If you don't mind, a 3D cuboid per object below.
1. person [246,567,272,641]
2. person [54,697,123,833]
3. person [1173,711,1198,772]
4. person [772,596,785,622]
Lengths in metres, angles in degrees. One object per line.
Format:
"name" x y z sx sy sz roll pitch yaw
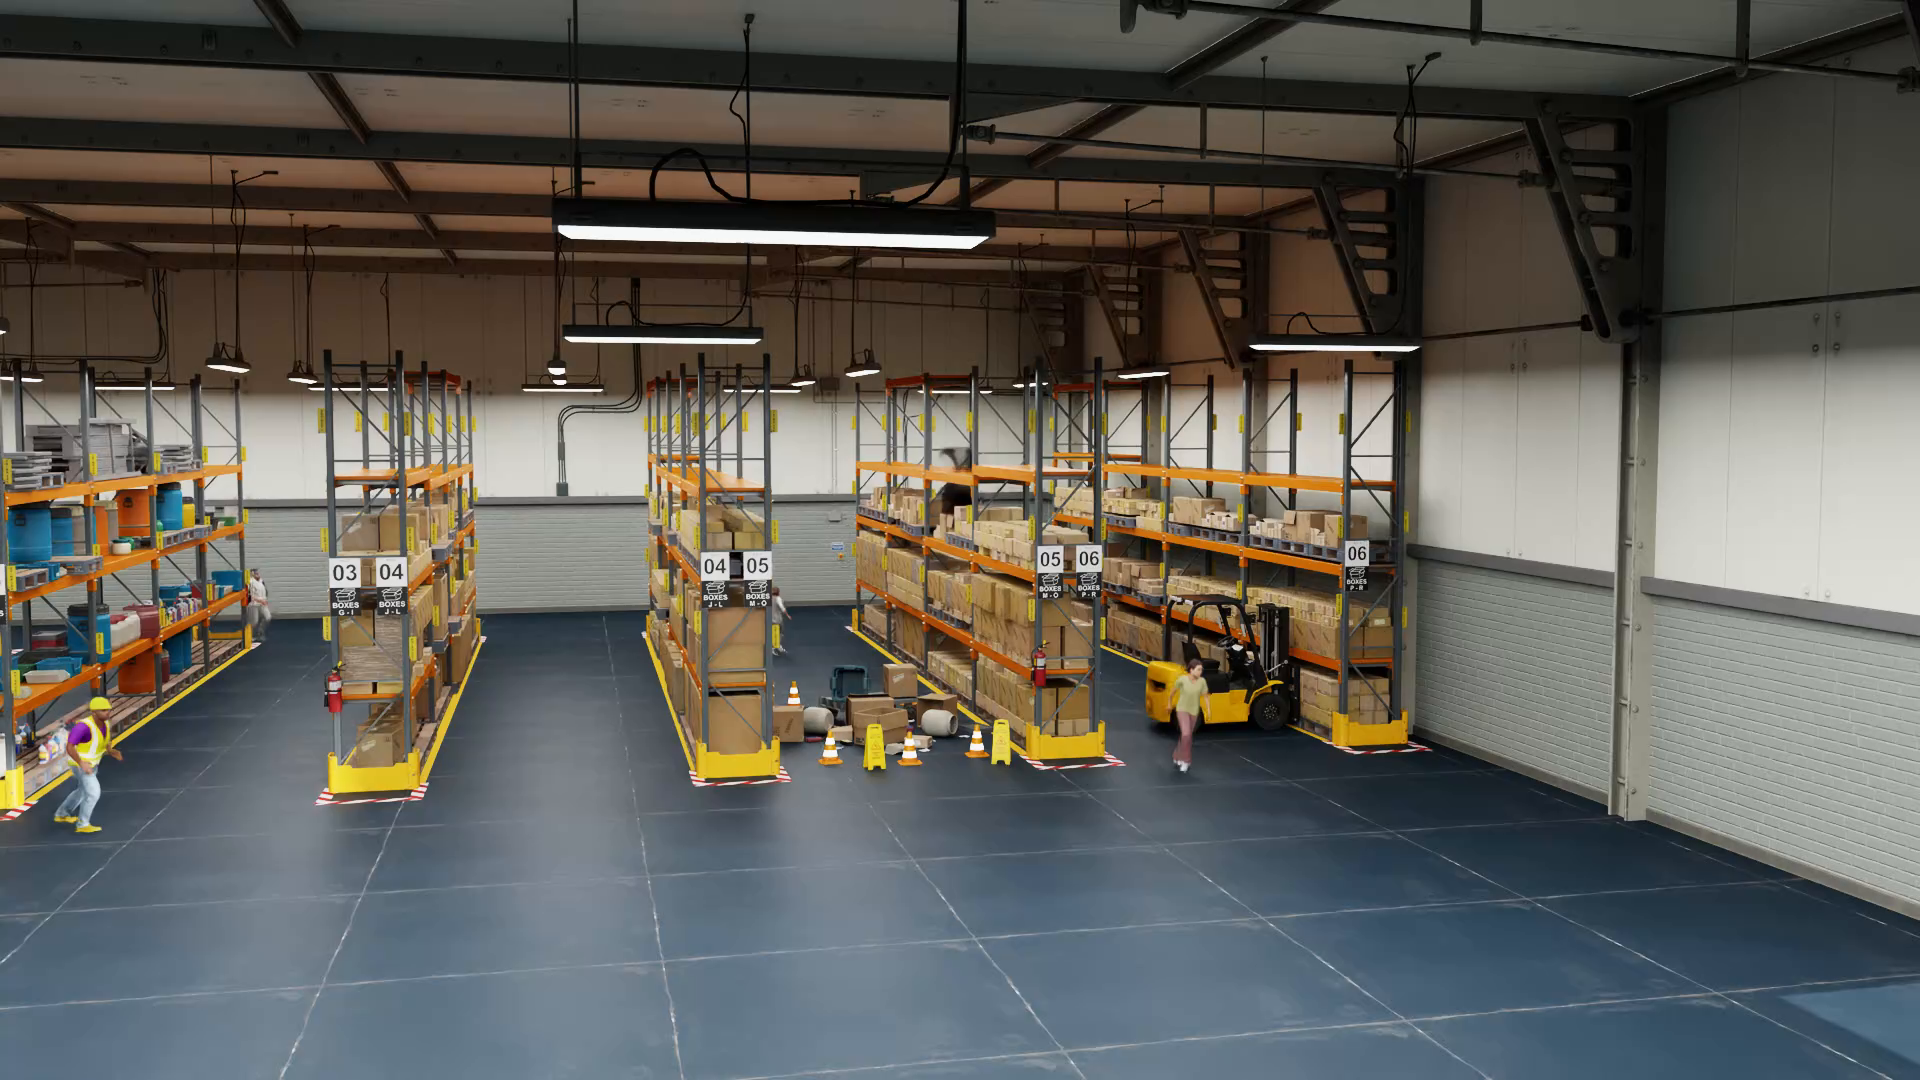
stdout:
"person" -16.205 1.491 38.253 0.577 1.771 0.554 1 4 19
"person" -10.770 2.750 20.416 0.869 1.674 0.705 0 4 -2
"person" 3.266 2.826 24.148 0.365 0.978 0.703 -1 4 -16
"person" -4.004 1.503 36.029 0.576 0.588 0.383 1 4 19
